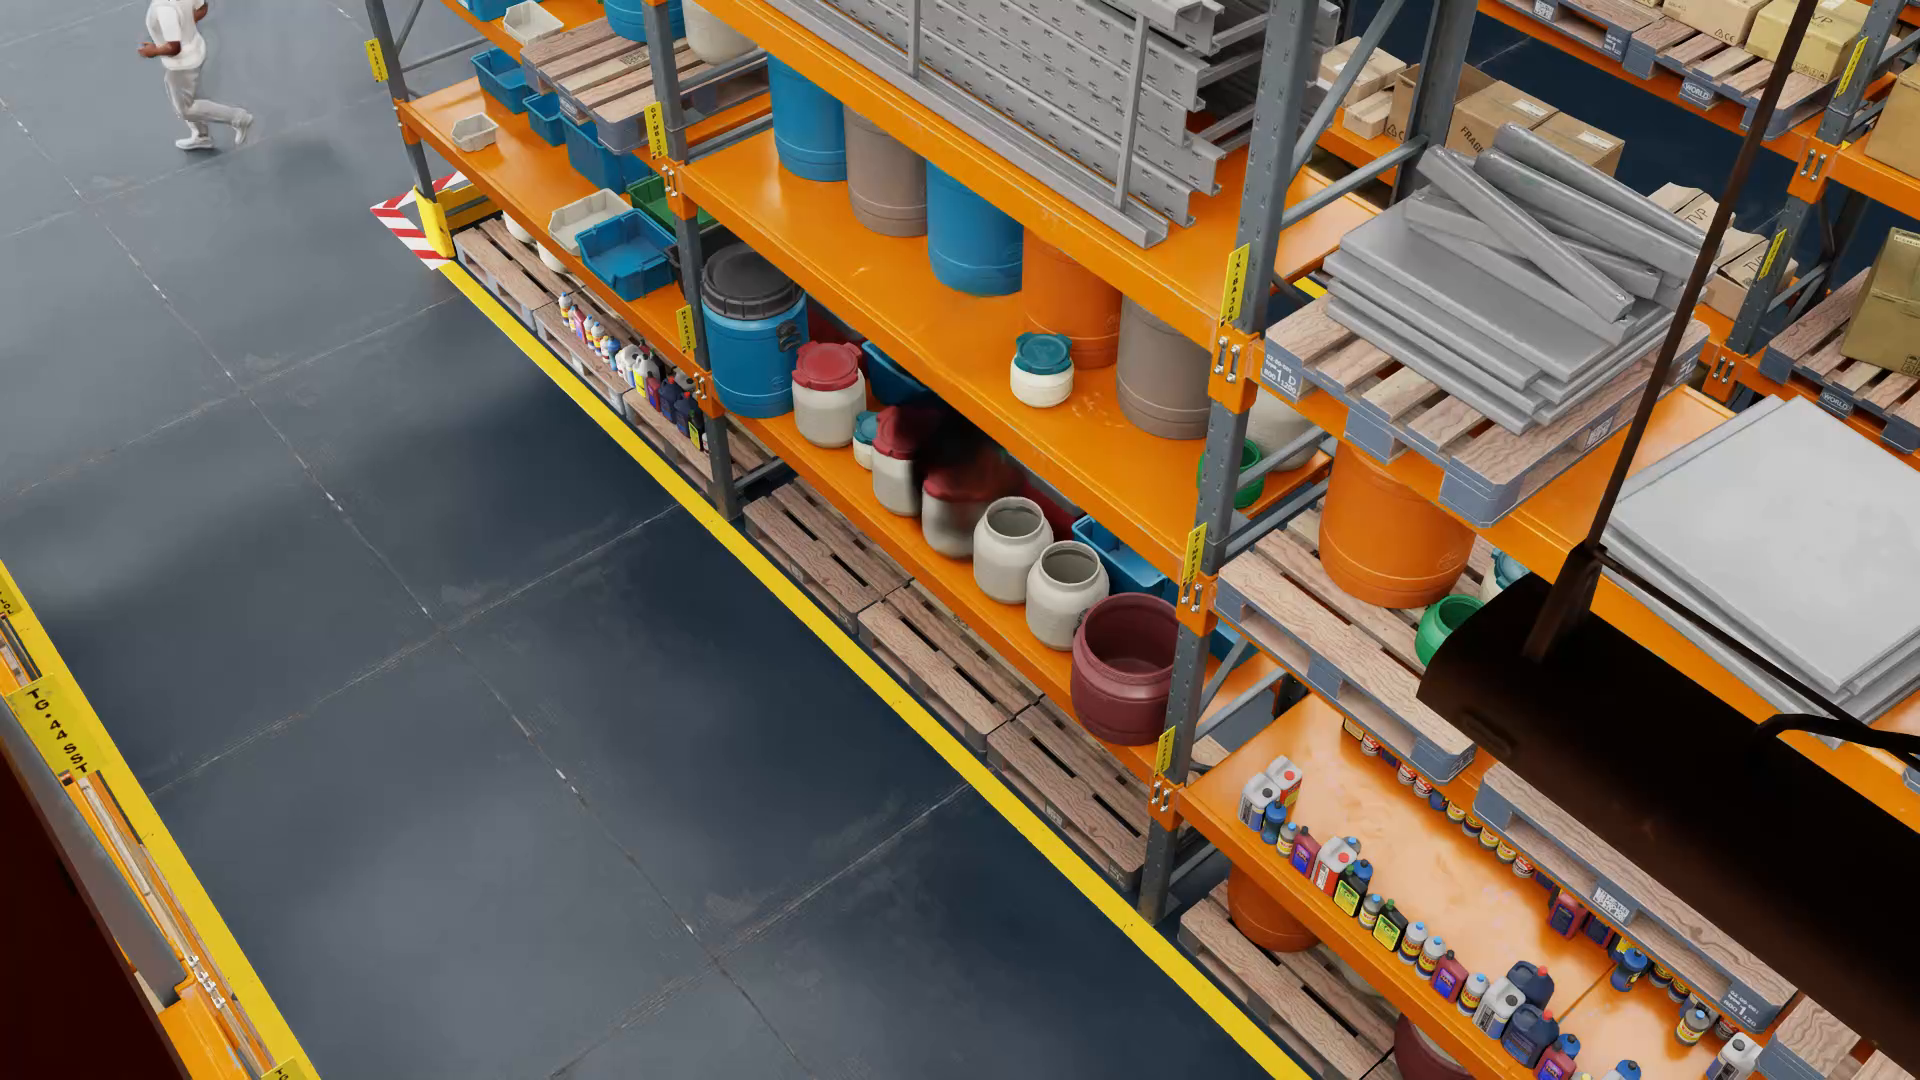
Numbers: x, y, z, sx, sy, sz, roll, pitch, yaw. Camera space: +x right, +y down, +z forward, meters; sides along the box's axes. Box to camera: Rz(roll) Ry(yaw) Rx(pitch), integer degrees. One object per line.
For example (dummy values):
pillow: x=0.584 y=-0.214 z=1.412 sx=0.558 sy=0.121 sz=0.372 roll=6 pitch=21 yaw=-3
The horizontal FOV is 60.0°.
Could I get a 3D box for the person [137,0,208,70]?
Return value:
person: x=-6.355 y=-4.214 z=13.242 sx=0.492 sy=0.850 sz=0.707 roll=-3 pitch=47 yaw=-3
